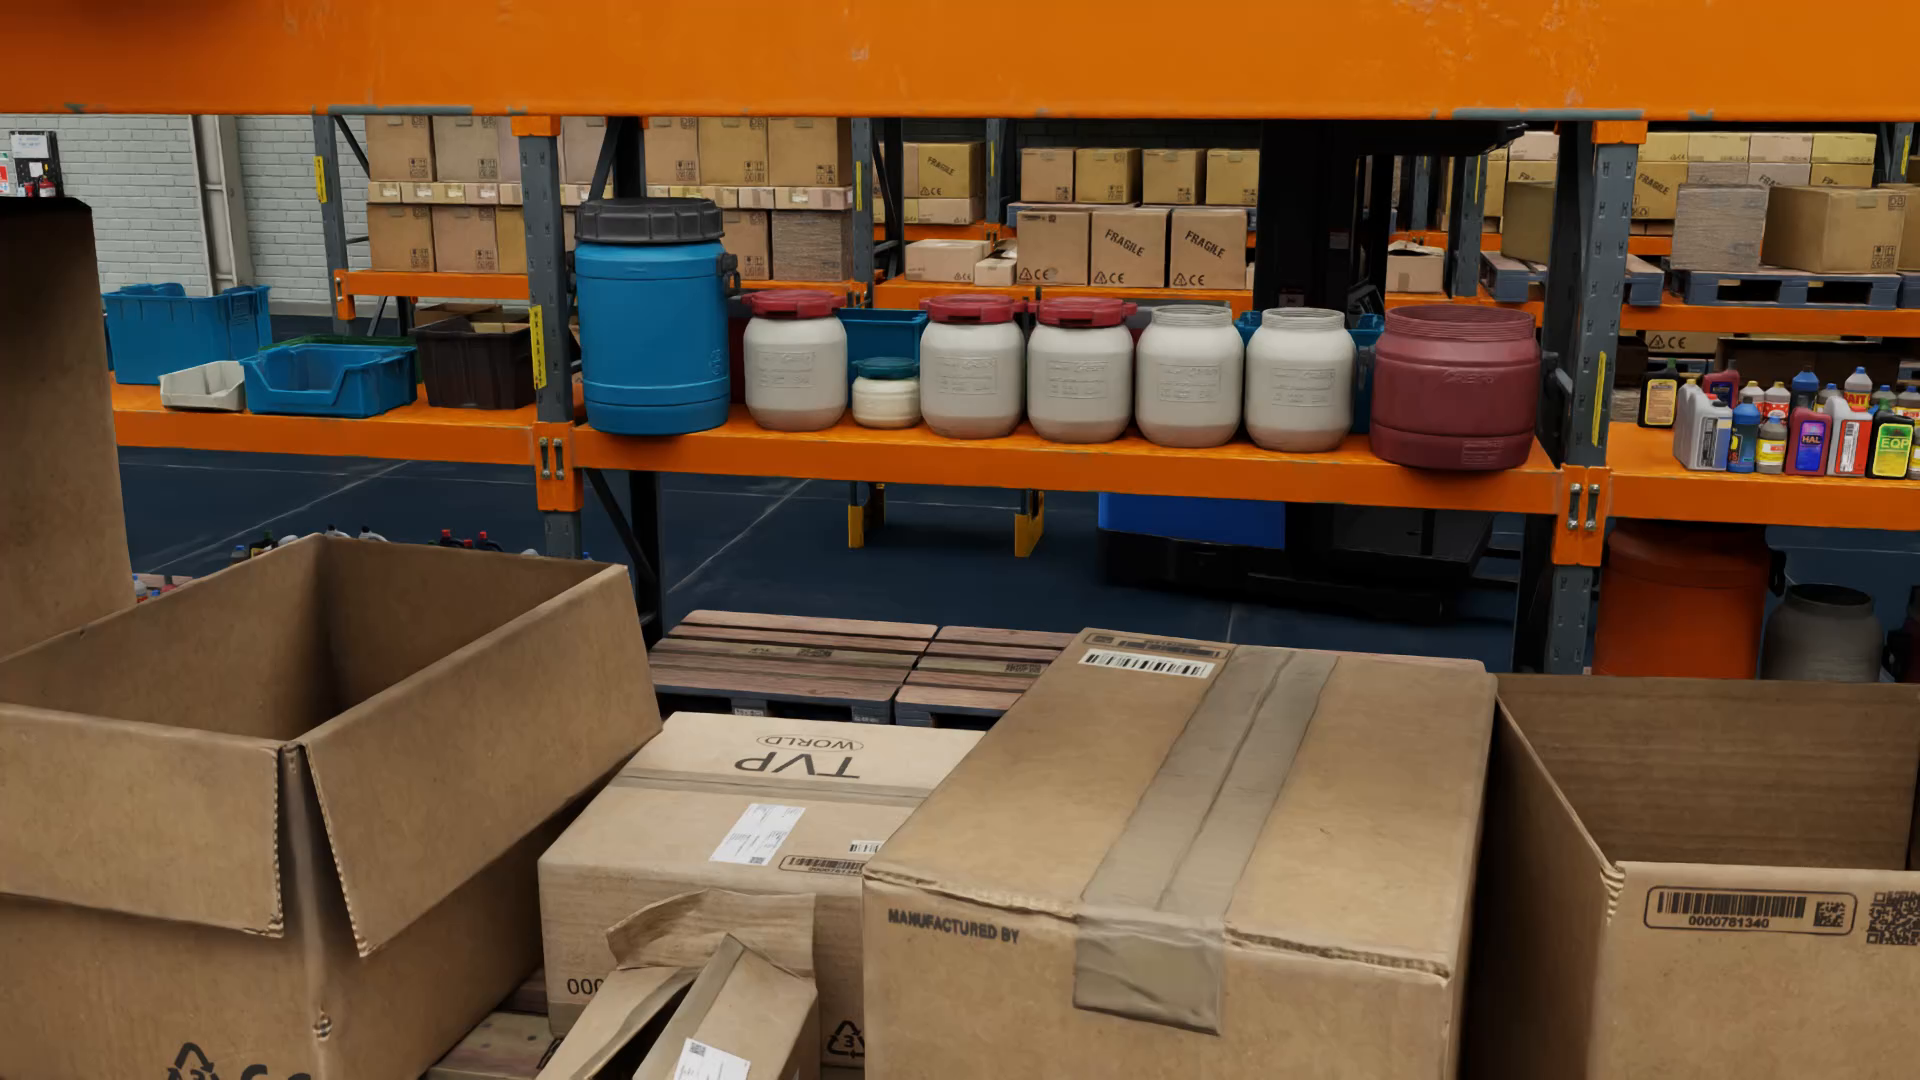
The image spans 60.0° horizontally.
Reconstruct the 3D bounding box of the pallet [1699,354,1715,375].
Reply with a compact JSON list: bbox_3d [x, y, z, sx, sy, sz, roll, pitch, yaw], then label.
[{"bbox_3d":[7.480,-1.622,15.452,1.213,0.211,1.003,3,16,11],"label":"pallet"}]

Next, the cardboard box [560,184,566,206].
[{"bbox_3d":[-2.887,-2.502,12.004,0.250,0.149,0.380,3,16,10],"label":"cardboard box"}]

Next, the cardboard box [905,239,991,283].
[{"bbox_3d":[-0.080,-1.987,11.827,0.500,0.250,0.500,4,16,15],"label":"cardboard box"}]

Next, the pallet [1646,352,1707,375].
[{"bbox_3d":[6.281,-1.686,15.684,1.213,0.211,1.003,3,16,11],"label":"pallet"}]

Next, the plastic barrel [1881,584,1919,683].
[{"bbox_3d":[3.947,0.476,6.386,0.708,0.588,0.600,3,16,11],"label":"plastic barrel"}]

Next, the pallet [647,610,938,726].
[{"bbox_3d":[-0.785,0.597,7.441,1.213,0.211,1.003,3,16,11],"label":"pallet"}]

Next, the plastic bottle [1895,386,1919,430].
[{"bbox_3d":[3.747,-0.506,6.571,0.097,0.201,0.097,0,15,0],"label":"plastic bottle"}]

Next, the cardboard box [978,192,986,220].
[{"bbox_3d":[-0.006,-3.388,16.849,0.500,0.250,0.500,3,16,12],"label":"cardboard box"}]

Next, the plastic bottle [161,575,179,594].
[{"bbox_3d":[-3.549,0.301,7.552,0.133,0.283,0.061,3,16,12],"label":"plastic bottle"}]

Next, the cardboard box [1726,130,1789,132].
[{"bbox_3d":[7.339,-3.626,15.275,0.500,0.250,0.500,3,16,12],"label":"cardboard box"}]

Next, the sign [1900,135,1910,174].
[{"bbox_3d":[8.153,-3.322,14.344,0.005,0.325,0.100,3,16,11],"label":"sign"}]

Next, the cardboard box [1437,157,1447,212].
[{"bbox_3d":[4.847,-3.402,15.873,0.500,0.500,0.500,3,16,11],"label":"cardboard box"}]

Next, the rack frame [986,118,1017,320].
[{"bbox_3d":[0.412,-3.370,16.539,0.127,3.000,1.000,3,16,11],"label":"rack frame"}]

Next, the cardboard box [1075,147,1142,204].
[{"bbox_3d":[1.450,-3.563,16.223,0.500,0.500,0.700,5,16,17],"label":"cardboard box"}]

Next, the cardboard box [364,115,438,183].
[{"bbox_3d":[-3.984,-2.929,12.330,0.500,0.500,0.700,3,16,11],"label":"cardboard box"}]

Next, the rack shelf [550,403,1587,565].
[{"bbox_3d":[0.398,-0.325,6.895,4.000,0.370,1.077,3,16,11],"label":"rack shelf"}]

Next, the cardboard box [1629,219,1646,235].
[{"bbox_3d":[6.114,-2.889,15.235,0.250,0.149,0.380,3,16,11],"label":"cardboard box"}]

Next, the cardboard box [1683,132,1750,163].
[{"bbox_3d":[6.744,-3.522,14.900,0.500,0.250,0.500,3,16,12],"label":"cardboard box"}]

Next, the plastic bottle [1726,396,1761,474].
[{"bbox_3d":[2.825,-0.383,5.995,0.097,0.271,0.097,0,15,0],"label":"plastic bottle"}]

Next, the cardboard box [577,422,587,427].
[{"bbox_3d":[-2.540,-0.997,12.337,0.500,0.250,0.500,3,16,11],"label":"cardboard box"}]

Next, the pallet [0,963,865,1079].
[{"bbox_3d":[-0.577,0.728,2.104,1.213,0.211,1.003,3,16,11],"label":"pallet"}]

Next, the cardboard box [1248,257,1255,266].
[{"bbox_3d":[3.070,-2.597,16.203,0.500,0.250,0.500,3,16,12],"label":"cardboard box"}]

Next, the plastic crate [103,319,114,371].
[{"bbox_3d":[-4.297,-0.935,8.027,0.408,0.251,0.499,3,16,11],"label":"plastic crate"}]

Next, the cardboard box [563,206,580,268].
[{"bbox_3d":[-2.519,-2.225,12.218,0.500,0.500,0.700,4,16,13],"label":"cardboard box"}]

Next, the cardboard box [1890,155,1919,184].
[{"bbox_3d":[8.780,-3.056,14.843,0.700,0.700,0.980,3,16,12],"label":"cardboard box"}]

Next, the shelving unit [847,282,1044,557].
[{"bbox_3d":[-0.075,-0.727,9.806,1.083,1.500,0.587,3,16,11],"label":"shelving unit"}]

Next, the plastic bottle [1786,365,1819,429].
[{"bbox_3d":[3.365,-0.560,6.636,0.097,0.271,0.097,0,15,0],"label":"plastic bottle"}]

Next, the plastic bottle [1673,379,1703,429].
[{"bbox_3d":[2.948,-0.549,6.727,0.097,0.201,0.097,0,15,0],"label":"plastic bottle"}]

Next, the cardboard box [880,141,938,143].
[{"bbox_3d":[-0.513,-3.777,16.847,0.500,0.500,0.500,3,16,11],"label":"cardboard box"}]

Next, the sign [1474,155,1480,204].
[{"bbox_3d":[3.241,-2.274,10.413,0.005,0.325,0.100,3,16,11],"label":"sign"}]

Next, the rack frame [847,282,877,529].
[{"bbox_3d":[-0.582,-0.754,9.906,0.032,1.500,0.500,3,16,11],"label":"rack frame"}]

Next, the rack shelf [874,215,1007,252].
[{"bbox_3d":[-1.548,-3.130,17.019,4.000,0.370,1.077,3,16,11],"label":"rack shelf"}]

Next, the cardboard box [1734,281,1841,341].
[{"bbox_3d":[7.589,-2.111,15.236,0.750,0.750,0.750,3,16,12],"label":"cardboard box"}]

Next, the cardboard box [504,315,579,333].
[{"bbox_3d":[-3.027,-1.389,12.348,0.500,0.500,0.500,3,16,11],"label":"cardboard box"}]

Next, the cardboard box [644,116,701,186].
[{"bbox_3d":[-1.994,-2.823,11.945,0.500,0.500,0.700,3,16,11],"label":"cardboard box"}]

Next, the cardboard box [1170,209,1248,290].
[{"bbox_3d":[1.701,-1.994,11.385,0.500,0.500,0.500,2,16,8],"label":"cardboard box"}]

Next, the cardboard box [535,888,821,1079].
[{"bbox_3d":[-0.317,0.574,1.764,0.258,0.266,0.396,3,16,10],"label":"cardboard box"}]

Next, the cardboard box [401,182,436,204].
[{"bbox_3d":[-3.890,-2.557,12.201,0.250,0.149,0.380,3,16,10],"label":"cardboard box"}]

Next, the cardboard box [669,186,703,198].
[{"bbox_3d":[-1.877,-2.448,11.807,0.250,0.149,0.380,3,16,11],"label":"cardboard box"}]

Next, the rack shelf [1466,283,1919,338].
[{"bbox_3d":[5.308,-1.408,10.804,4.000,0.370,1.077,3,16,11],"label":"rack shelf"}]

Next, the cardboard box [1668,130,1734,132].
[{"bbox_3d":[6.846,-3.651,15.367,0.500,0.250,0.500,3,16,9],"label":"cardboard box"}]

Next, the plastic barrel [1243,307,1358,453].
[{"bbox_3d":[1.307,-0.618,6.396,0.421,0.512,0.421,0,15,0],"label":"plastic barrel"}]

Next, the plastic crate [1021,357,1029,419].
[{"bbox_3d":[0.201,-0.657,7.143,0.662,0.188,0.450,3,16,11],"label":"plastic crate"}]

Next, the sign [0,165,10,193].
[{"bbox_3d":[-11.464,-4.306,19.851,0.234,0.329,0.001,3,16,11],"label":"sign"}]

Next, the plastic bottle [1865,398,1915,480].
[{"bbox_3d":[3.293,-0.358,5.884,0.133,0.283,0.061,3,16,11],"label":"plastic bottle"}]

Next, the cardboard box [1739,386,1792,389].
[{"bbox_3d":[5.334,-0.826,11.214,0.500,0.500,0.500,3,16,9],"label":"cardboard box"}]

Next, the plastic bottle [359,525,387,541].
[{"bbox_3d":[-2.872,0.102,8.143,0.185,0.351,0.144,3,16,11],"label":"plastic bottle"}]

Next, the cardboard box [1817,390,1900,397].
[{"bbox_3d":[5.753,-0.662,10.622,0.500,0.500,0.500,3,16,12],"label":"cardboard box"}]

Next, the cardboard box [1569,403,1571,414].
[{"bbox_3d":[3.737,-0.770,11.010,0.500,0.500,0.500,4,16,13],"label":"cardboard box"}]

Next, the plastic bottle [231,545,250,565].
[{"bbox_3d":[-3.595,0.128,8.327,0.097,0.201,0.097,0,15,0],"label":"plastic bottle"}]

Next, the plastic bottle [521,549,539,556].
[{"bbox_3d":[-2.109,0.181,7.999,0.135,0.276,0.152,4,16,13],"label":"plastic bottle"}]

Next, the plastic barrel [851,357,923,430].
[{"bbox_3d":[-0.296,-0.601,6.802,0.301,0.262,0.301,0,15,0],"label":"plastic barrel"}]

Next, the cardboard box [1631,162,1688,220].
[{"bbox_3d":[6.266,-3.183,15.082,0.500,0.500,0.500,4,16,13],"label":"cardboard box"}]

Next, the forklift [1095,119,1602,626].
[{"bbox_3d":[2.306,-1.140,8.618,3.031,2.935,1.130,7,17,23],"label":"forklift"}]

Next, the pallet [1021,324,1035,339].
[{"bbox_3d":[1.175,-1.985,16.763,1.213,0.211,1.003,3,16,11],"label":"pallet"}]

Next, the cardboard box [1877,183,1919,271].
[{"bbox_3d":[6.162,-2.003,10.629,0.500,0.500,0.700,6,16,20],"label":"cardboard box"}]

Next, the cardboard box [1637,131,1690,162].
[{"bbox_3d":[6.244,-3.549,14.997,0.500,0.250,0.500,3,16,10],"label":"cardboard box"}]

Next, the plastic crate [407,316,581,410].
[{"bbox_3d":[-2.050,-0.810,7.412,0.504,0.338,0.767,3,16,11],"label":"plastic crate"}]

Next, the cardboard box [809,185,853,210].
[{"bbox_3d":[-0.881,-2.393,11.610,0.250,0.149,0.380,3,16,11],"label":"cardboard box"}]

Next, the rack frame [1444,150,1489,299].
[{"bbox_3d":[3.348,-1.861,11.092,0.127,3.000,1.000,3,16,11],"label":"rack frame"}]
